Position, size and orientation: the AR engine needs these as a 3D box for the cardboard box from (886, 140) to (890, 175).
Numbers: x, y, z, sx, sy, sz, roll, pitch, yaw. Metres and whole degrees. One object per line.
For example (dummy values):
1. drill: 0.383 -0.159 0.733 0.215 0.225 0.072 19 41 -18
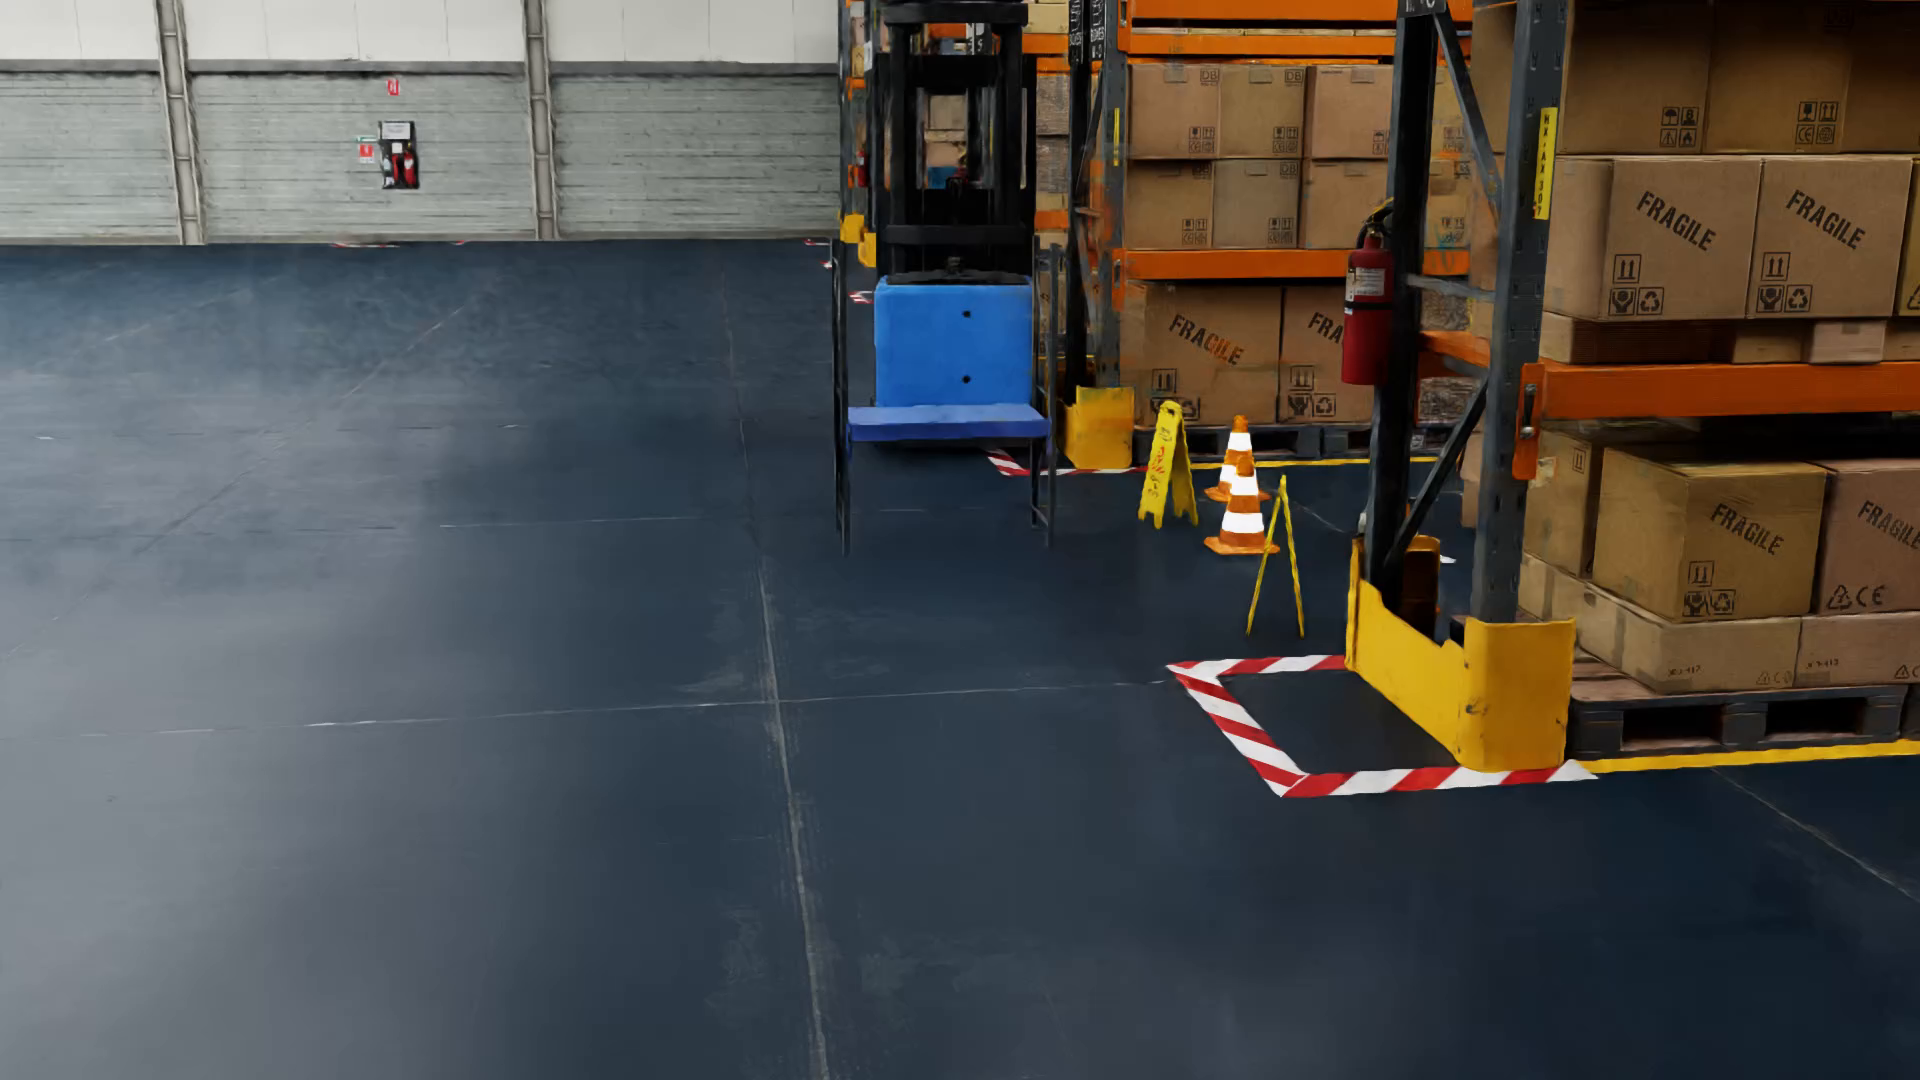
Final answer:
1. cardboard box: -0.813 -5.669 24.665 0.500 0.500 0.700 -2 14 -8

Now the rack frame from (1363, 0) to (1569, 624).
1. rack frame: 1.672 -0.840 5.615 0.127 3.000 1.000 -2 14 -8

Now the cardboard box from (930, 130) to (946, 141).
1. cardboard box: -0.348 -5.951 24.457 0.250 0.149 0.380 -2 14 -8

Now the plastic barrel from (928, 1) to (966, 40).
1. plastic barrel: -0.080 -6.330 19.595 0.708 0.830 0.600 -2 14 -8

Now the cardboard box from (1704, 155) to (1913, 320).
1. cardboard box: 2.694 -1.003 5.447 0.500 0.500 0.500 -2 14 -7

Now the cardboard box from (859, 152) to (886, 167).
1. cardboard box: -1.488 -6.677 29.155 0.500 0.250 0.500 -3 14 -10

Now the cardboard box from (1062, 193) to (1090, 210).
1. cardboard box: 1.013 -3.065 15.003 0.250 0.149 0.380 -2 14 -8

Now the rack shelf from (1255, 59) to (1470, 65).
1. rack shelf: 5.391 -5.739 20.460 4.000 0.370 1.077 -2 14 -8

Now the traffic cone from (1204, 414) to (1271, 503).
1. traffic cone: 1.572 -0.474 9.372 0.334 0.463 0.336 -2 14 -8

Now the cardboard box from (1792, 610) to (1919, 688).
1. cardboard box: 3.017 0.311 5.816 0.500 0.250 0.500 -2 14 -6

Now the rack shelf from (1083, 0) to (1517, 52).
1. rack shelf: 2.813 -3.206 10.360 4.000 0.370 1.077 -2 14 -8

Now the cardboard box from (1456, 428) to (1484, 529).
1. cardboard box: 3.032 -0.302 8.601 0.797 0.503 0.637 12 18 40

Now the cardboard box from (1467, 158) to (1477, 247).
1. cardboard box: 3.335 -2.212 10.777 0.550 0.550 0.875 -2 14 -8

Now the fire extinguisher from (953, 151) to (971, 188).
1. fire extinguisher: 0.014 -3.293 15.555 0.183 0.674 0.296 -2 14 -8

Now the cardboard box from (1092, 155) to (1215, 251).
1. cardboard box: 1.195 -2.124 10.427 0.550 0.550 0.875 -2 14 -8

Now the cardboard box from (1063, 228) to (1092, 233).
1. cardboard box: 1.757 -4.901 25.055 0.500 0.500 0.500 -2 14 -8

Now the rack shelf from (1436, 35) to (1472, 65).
1. rack shelf: 6.129 -4.547 15.710 4.000 0.370 1.077 -2 14 -8

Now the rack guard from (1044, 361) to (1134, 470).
1. rack guard: 0.811 -0.814 10.649 0.348 0.500 1.175 -2 14 -8

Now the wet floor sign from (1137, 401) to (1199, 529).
1. wet floor sign: 1.101 -0.408 8.731 0.232 0.644 0.267 -5 15 -18

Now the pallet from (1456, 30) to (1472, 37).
1. pallet: 4.778 -4.729 15.343 1.003 0.211 1.213 -2 14 -8

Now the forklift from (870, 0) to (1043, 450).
1. forklift: -0.033 -2.305 11.597 1.130 2.935 3.031 0 14 -1

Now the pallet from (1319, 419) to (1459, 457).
1. pallet: 2.818 -0.766 11.051 1.213 0.211 1.003 -2 14 -8

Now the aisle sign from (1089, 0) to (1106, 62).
1. aisle sign: 0.810 -3.213 9.734 0.004 0.787 0.394 -2 14 -8

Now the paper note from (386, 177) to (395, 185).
1. paper note: -10.022 -6.317 29.264 0.142 0.148 0.016 -2 14 -8

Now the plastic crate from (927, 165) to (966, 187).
1. plastic crate: -0.092 -4.433 20.248 0.616 0.251 0.499 -2 14 -8

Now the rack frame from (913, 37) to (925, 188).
1. rack frame: -0.542 -4.415 19.871 0.127 3.000 1.000 -2 14 -8

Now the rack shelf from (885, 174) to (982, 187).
1. rack shelf: 0.702 -5.330 24.999 4.000 0.370 1.077 -2 14 -8

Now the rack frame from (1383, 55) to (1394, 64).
1. rack frame: 4.151 -3.369 15.698 0.127 3.000 1.000 -2 14 -8

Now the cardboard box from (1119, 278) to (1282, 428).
1. cardboard box: 1.496 -1.241 10.717 0.875 0.875 0.875 -2 14 -8

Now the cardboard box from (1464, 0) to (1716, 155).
1. cardboard box: 2.145 -1.589 5.728 0.500 0.500 0.700 -2 14 -10

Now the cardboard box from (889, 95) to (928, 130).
1. cardboard box: -0.760 -6.300 24.515 0.500 0.500 0.700 -2 14 -8

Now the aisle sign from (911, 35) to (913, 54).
1. aisle sign: -0.569 -5.603 19.263 0.004 0.787 0.394 -2 14 -8

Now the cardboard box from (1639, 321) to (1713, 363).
1. cardboard box: 2.287 -0.693 5.546 0.250 0.149 0.380 -2 14 -7

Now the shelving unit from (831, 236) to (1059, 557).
1. shelving unit: -0.084 -0.724 8.237 1.048 1.500 0.538 -2 14 -8

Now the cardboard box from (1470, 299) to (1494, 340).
1. cardboard box: 2.010 -0.783 5.905 0.250 0.149 0.380 -2 14 -6

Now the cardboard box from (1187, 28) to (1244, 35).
1. cardboard box: 2.224 -4.619 14.824 0.500 0.250 0.500 -2 14 -7

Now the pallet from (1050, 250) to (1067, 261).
1. pallet: 1.887 -4.381 25.465 1.213 0.211 1.003 -2 14 -8

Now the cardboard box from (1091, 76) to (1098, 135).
1. cardboard box: 1.276 -3.872 14.834 0.500 0.500 0.500 -2 14 -8

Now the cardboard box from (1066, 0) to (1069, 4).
1. cardboard box: 1.005 -4.779 14.642 0.250 0.149 0.380 -2 14 -9

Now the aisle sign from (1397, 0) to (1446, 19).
1. aisle sign: 1.568 -2.169 5.568 0.004 0.787 0.394 -2 14 -8

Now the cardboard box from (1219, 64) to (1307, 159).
1. cardboard box: 1.738 -2.670 10.383 0.550 0.550 0.875 -2 14 -8

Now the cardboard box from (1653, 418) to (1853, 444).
1. cardboard box: 2.941 -0.185 6.252 0.500 0.500 0.500 -2 14 -6

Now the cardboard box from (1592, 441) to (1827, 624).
1. cardboard box: 2.535 -0.038 5.663 0.500 0.500 0.500 -3 14 -10
